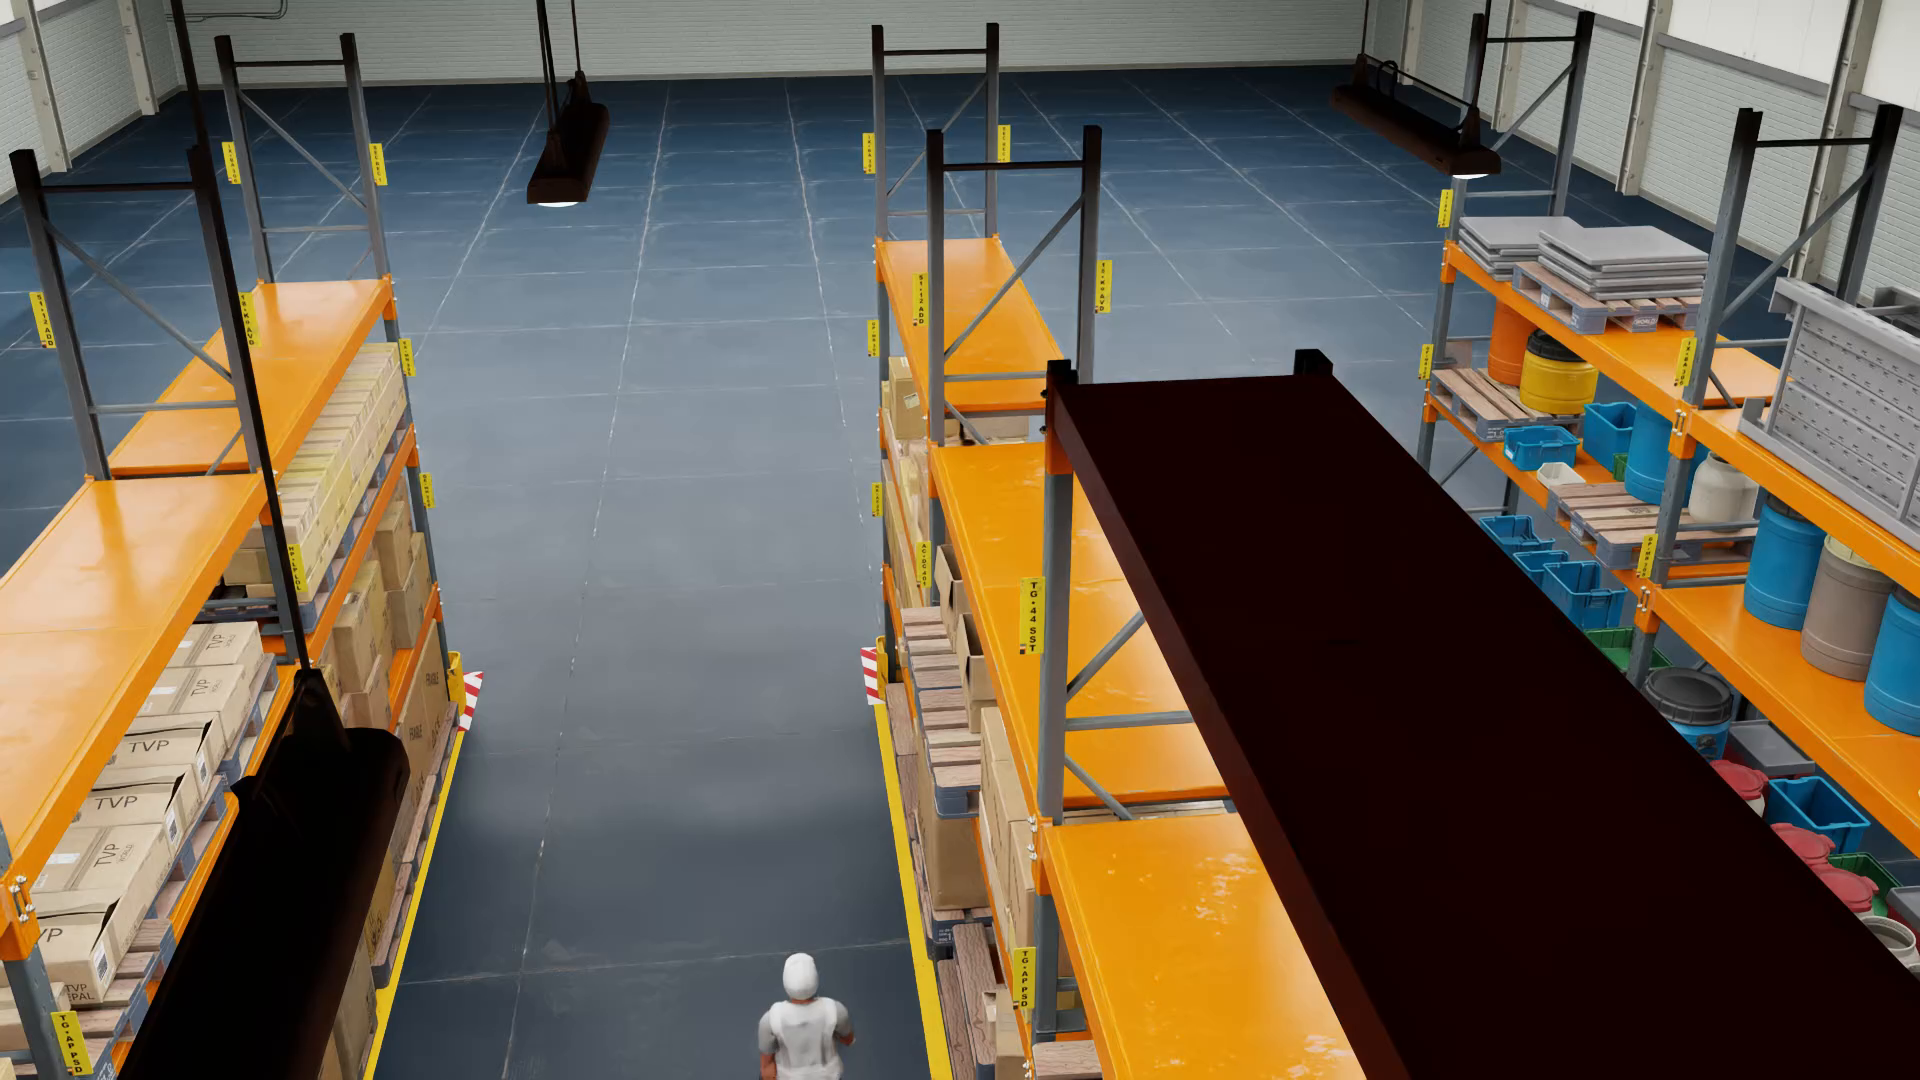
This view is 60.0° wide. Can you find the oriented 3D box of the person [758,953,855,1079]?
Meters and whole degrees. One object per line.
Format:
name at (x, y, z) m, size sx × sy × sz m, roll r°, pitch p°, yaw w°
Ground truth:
person at (-0.894, 3.126, 9.877) m, size 0.599 × 1.726 × 1.055 m, roll -5°, pitch 26°, yaw -11°
